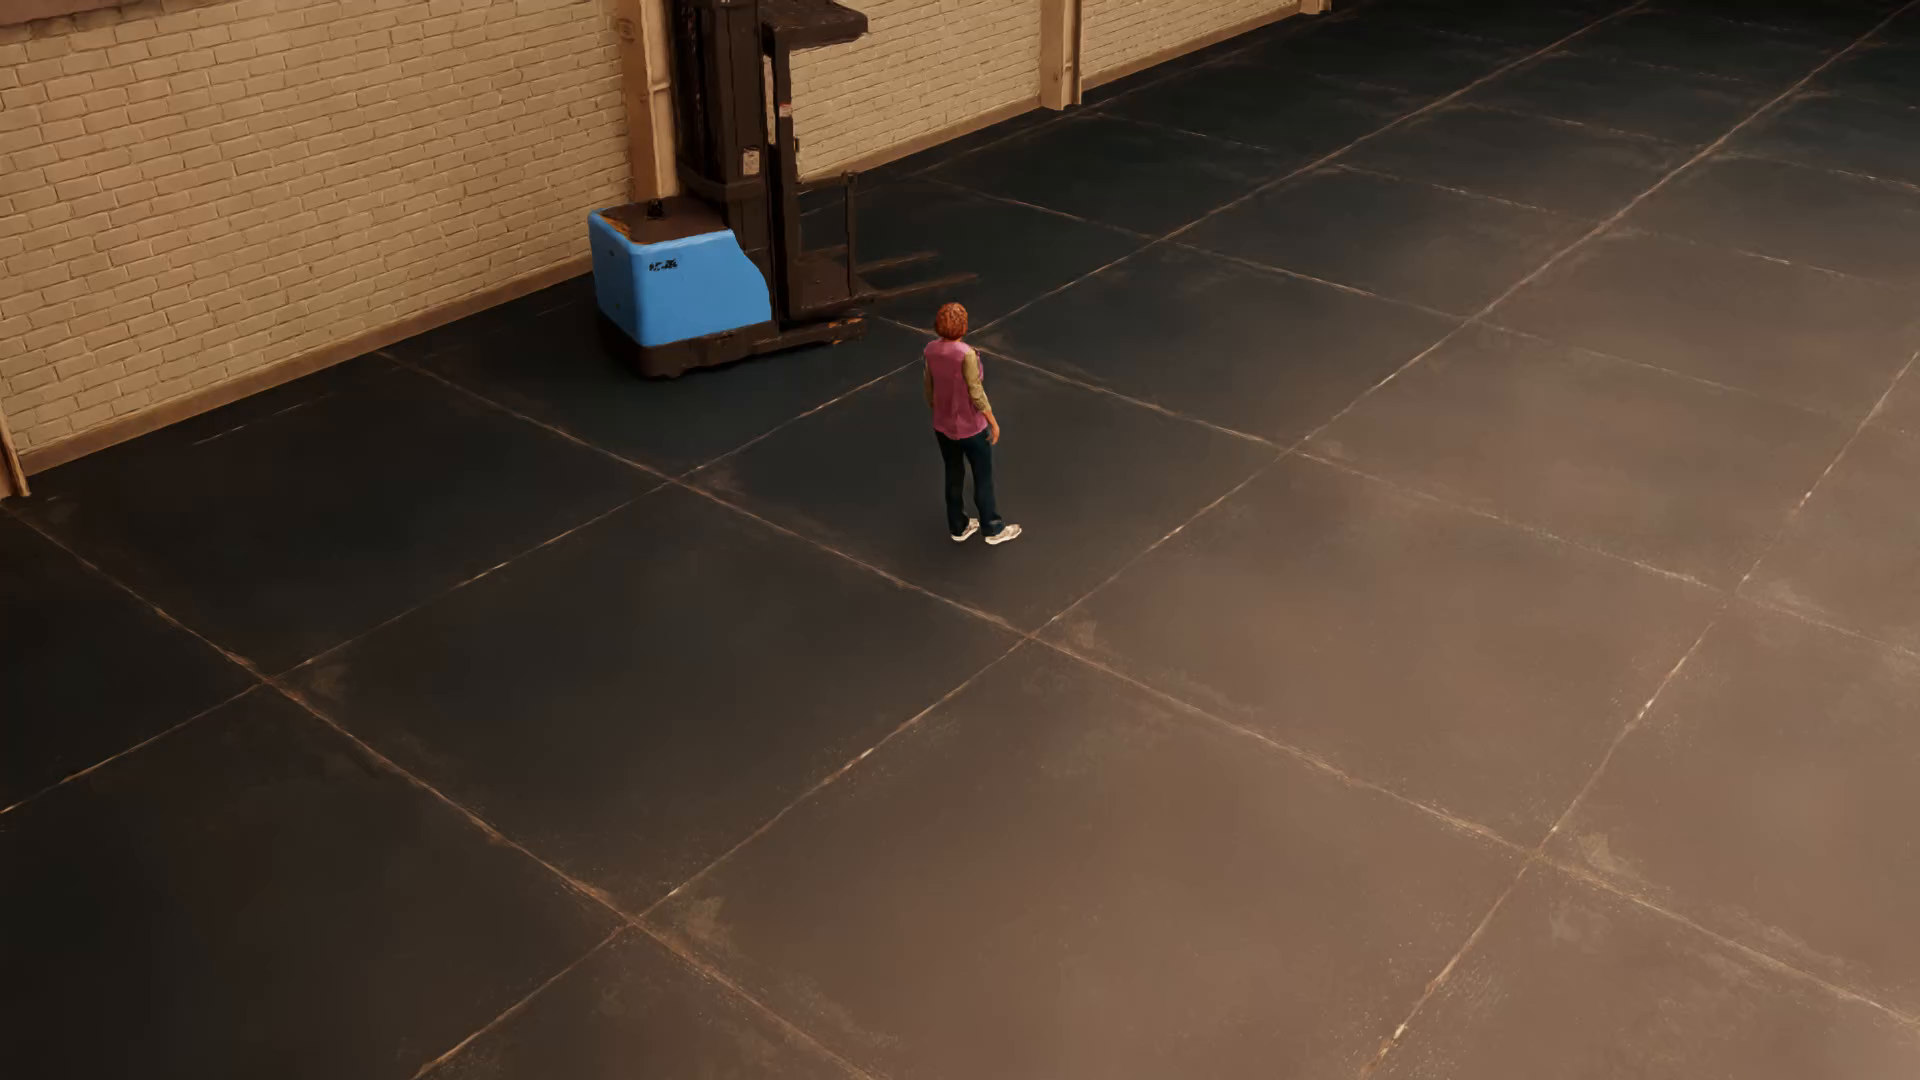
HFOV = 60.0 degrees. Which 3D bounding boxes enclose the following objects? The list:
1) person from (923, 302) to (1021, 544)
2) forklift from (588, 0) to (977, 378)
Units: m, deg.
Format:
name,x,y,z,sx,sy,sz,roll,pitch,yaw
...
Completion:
name,x,y,z,sx,sy,sz,roll,pitch,yaw
person,0.057,-0.720,10.136,0.520,1.597,0.474,22,37,33
forklift,-1.324,-3.028,12.777,3.031,2.935,1.130,-17,34,-26
